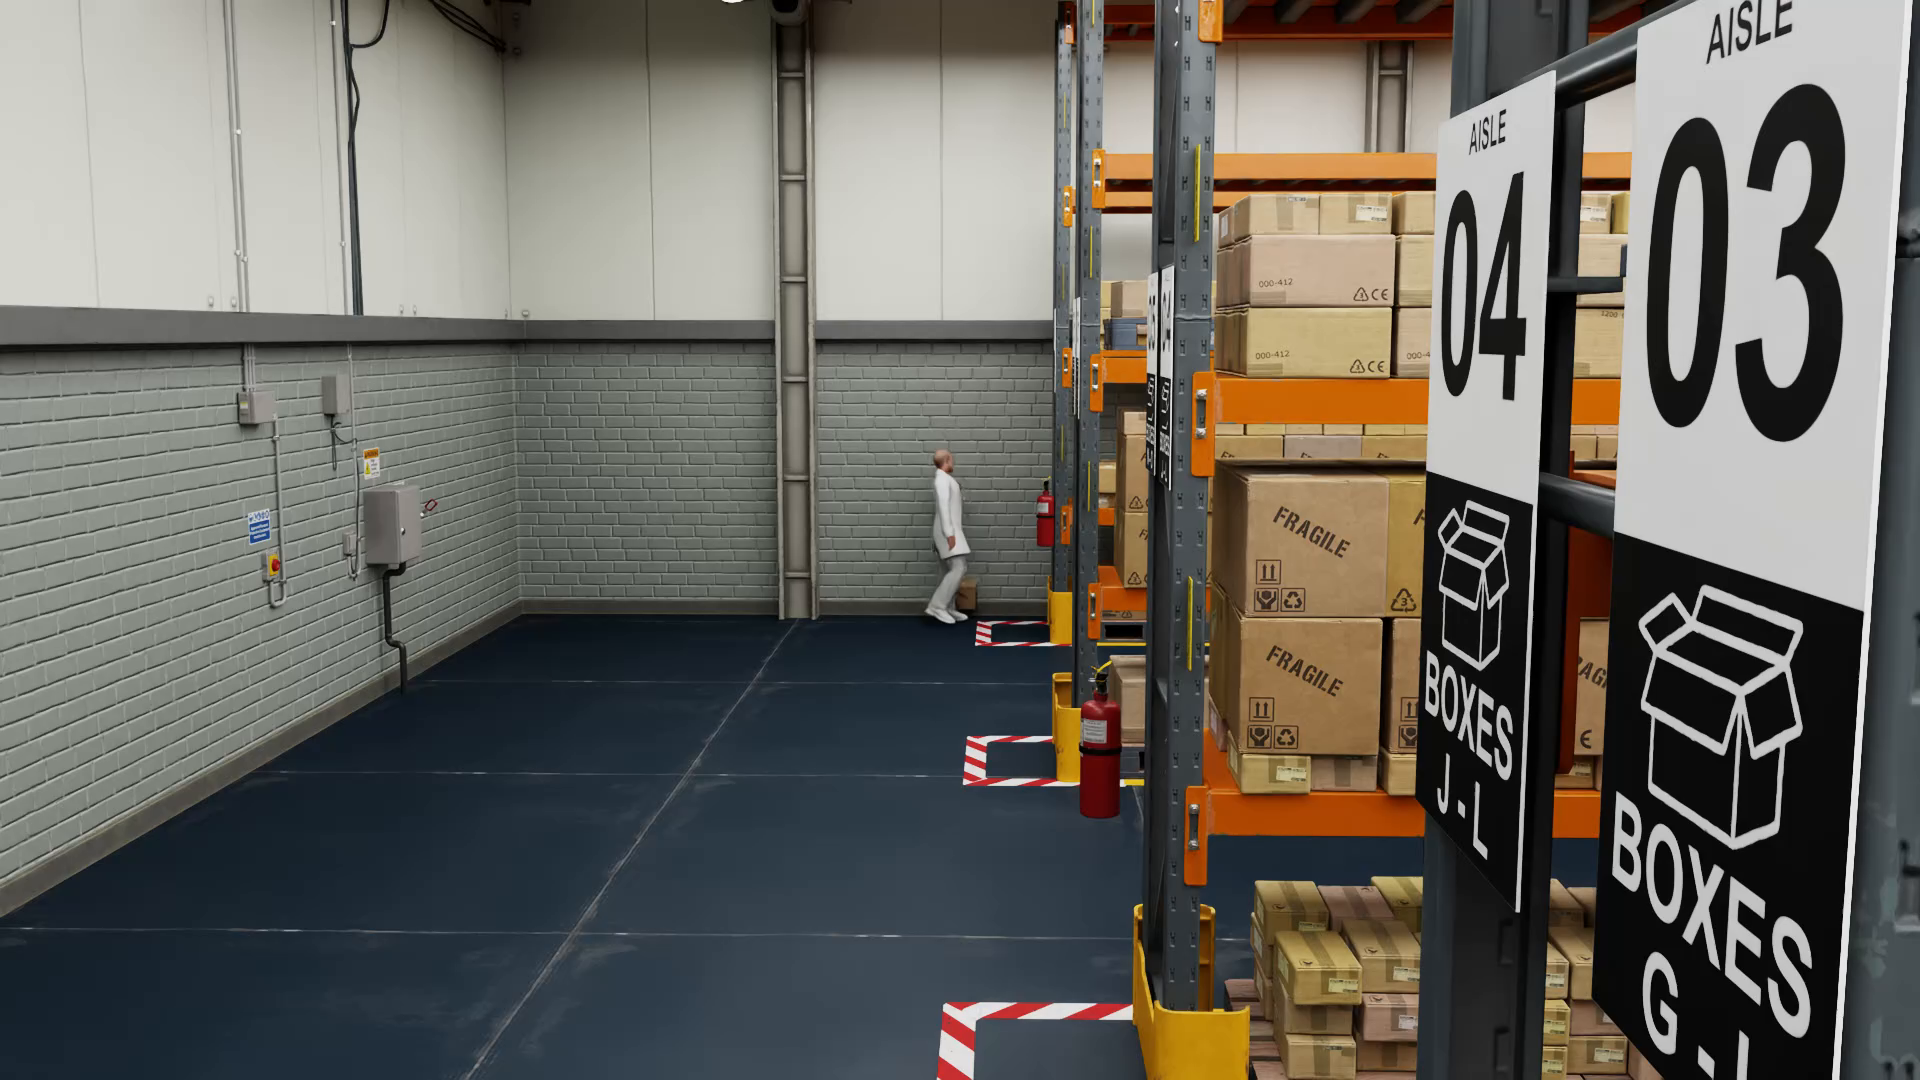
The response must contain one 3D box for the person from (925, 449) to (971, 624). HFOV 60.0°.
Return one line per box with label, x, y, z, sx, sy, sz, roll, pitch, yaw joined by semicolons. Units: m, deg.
person;-0.122;-0.038;17.054;0.469;1.769;0.675;0;7;0
